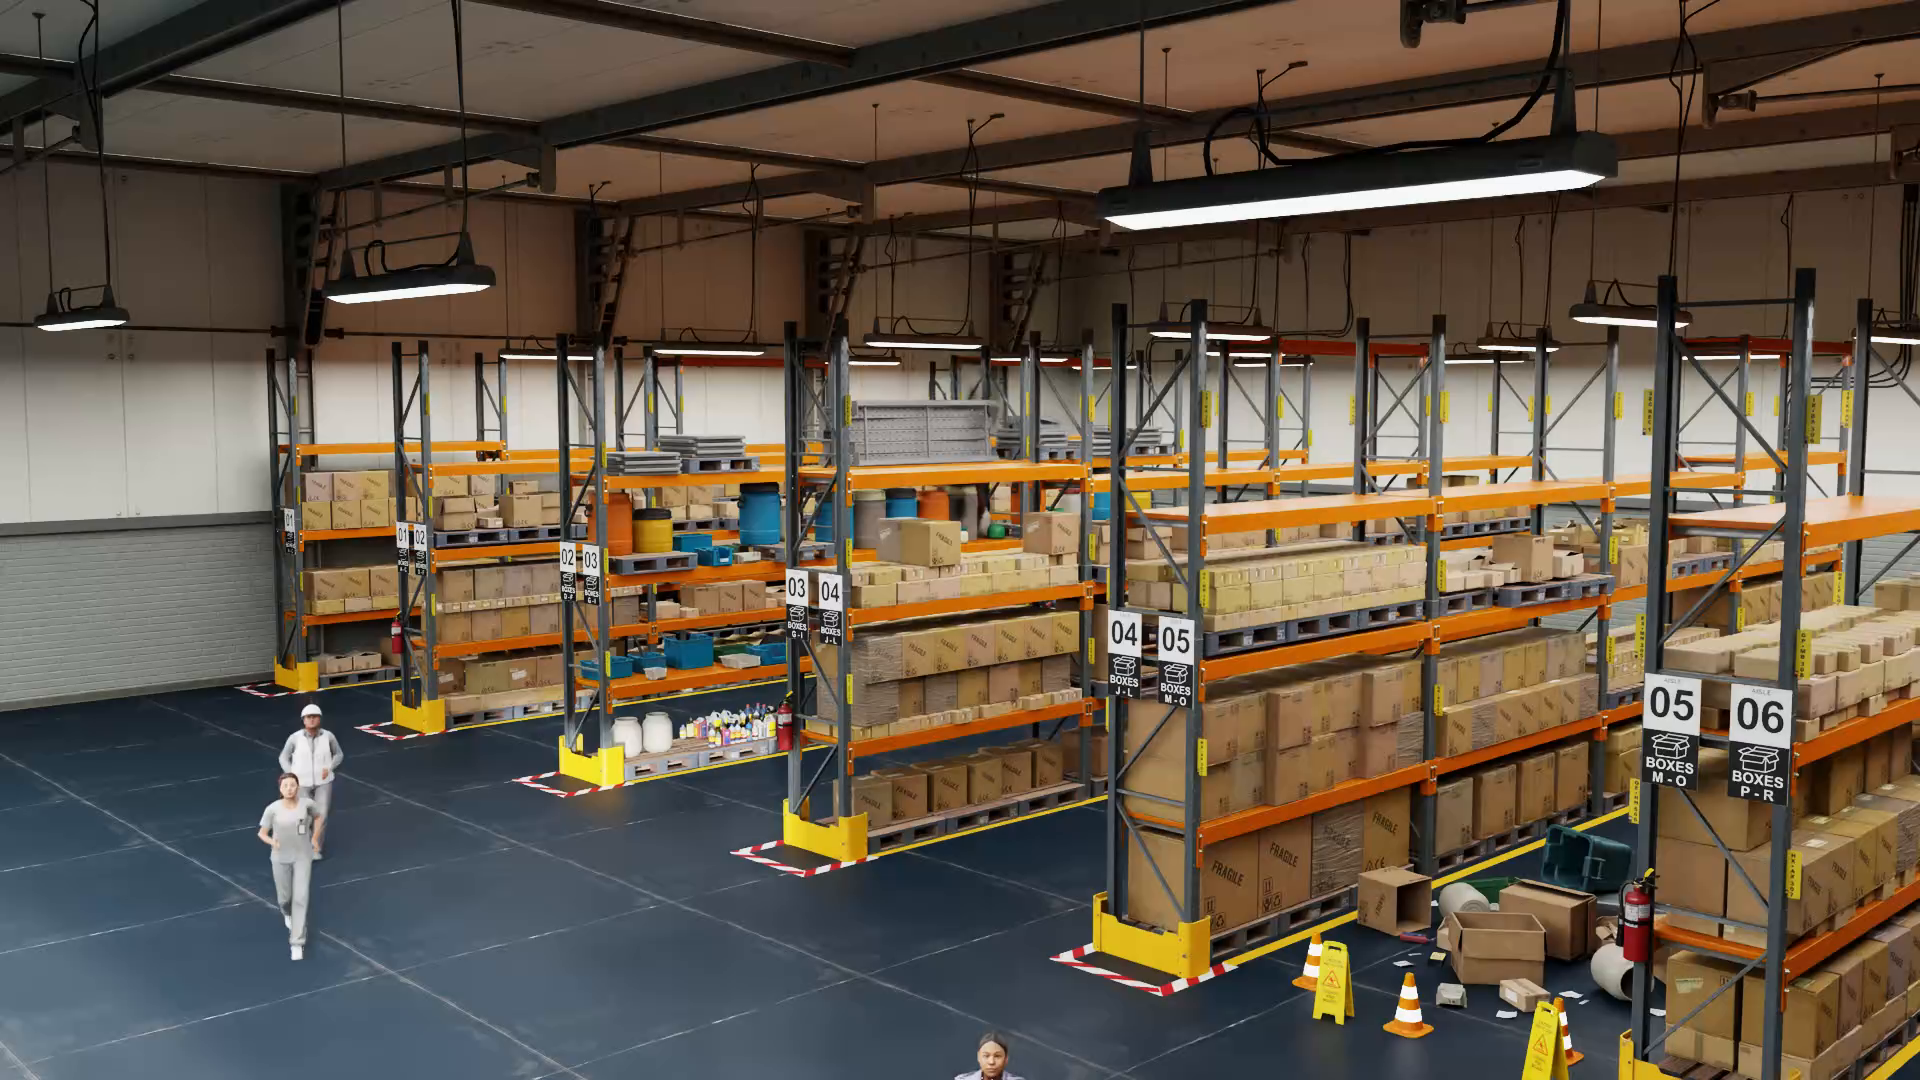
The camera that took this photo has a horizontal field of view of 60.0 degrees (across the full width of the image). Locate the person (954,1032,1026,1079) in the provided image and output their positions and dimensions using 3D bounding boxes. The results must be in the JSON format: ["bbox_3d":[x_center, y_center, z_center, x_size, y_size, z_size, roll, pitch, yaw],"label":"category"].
[{"bbox_3d":[0.178,3.550,9.302,0.619,1.618,0.862,0,5,4],"label":"person"}]

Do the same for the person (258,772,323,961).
[{"bbox_3d":[-6.230,2.986,15.514,0.568,1.664,0.934,-2,5,-23],"label":"person"}]

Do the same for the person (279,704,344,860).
[{"bbox_3d":[-7.246,2.700,18.618,0.671,1.731,0.599,-2,6,-26],"label":"person"}]
